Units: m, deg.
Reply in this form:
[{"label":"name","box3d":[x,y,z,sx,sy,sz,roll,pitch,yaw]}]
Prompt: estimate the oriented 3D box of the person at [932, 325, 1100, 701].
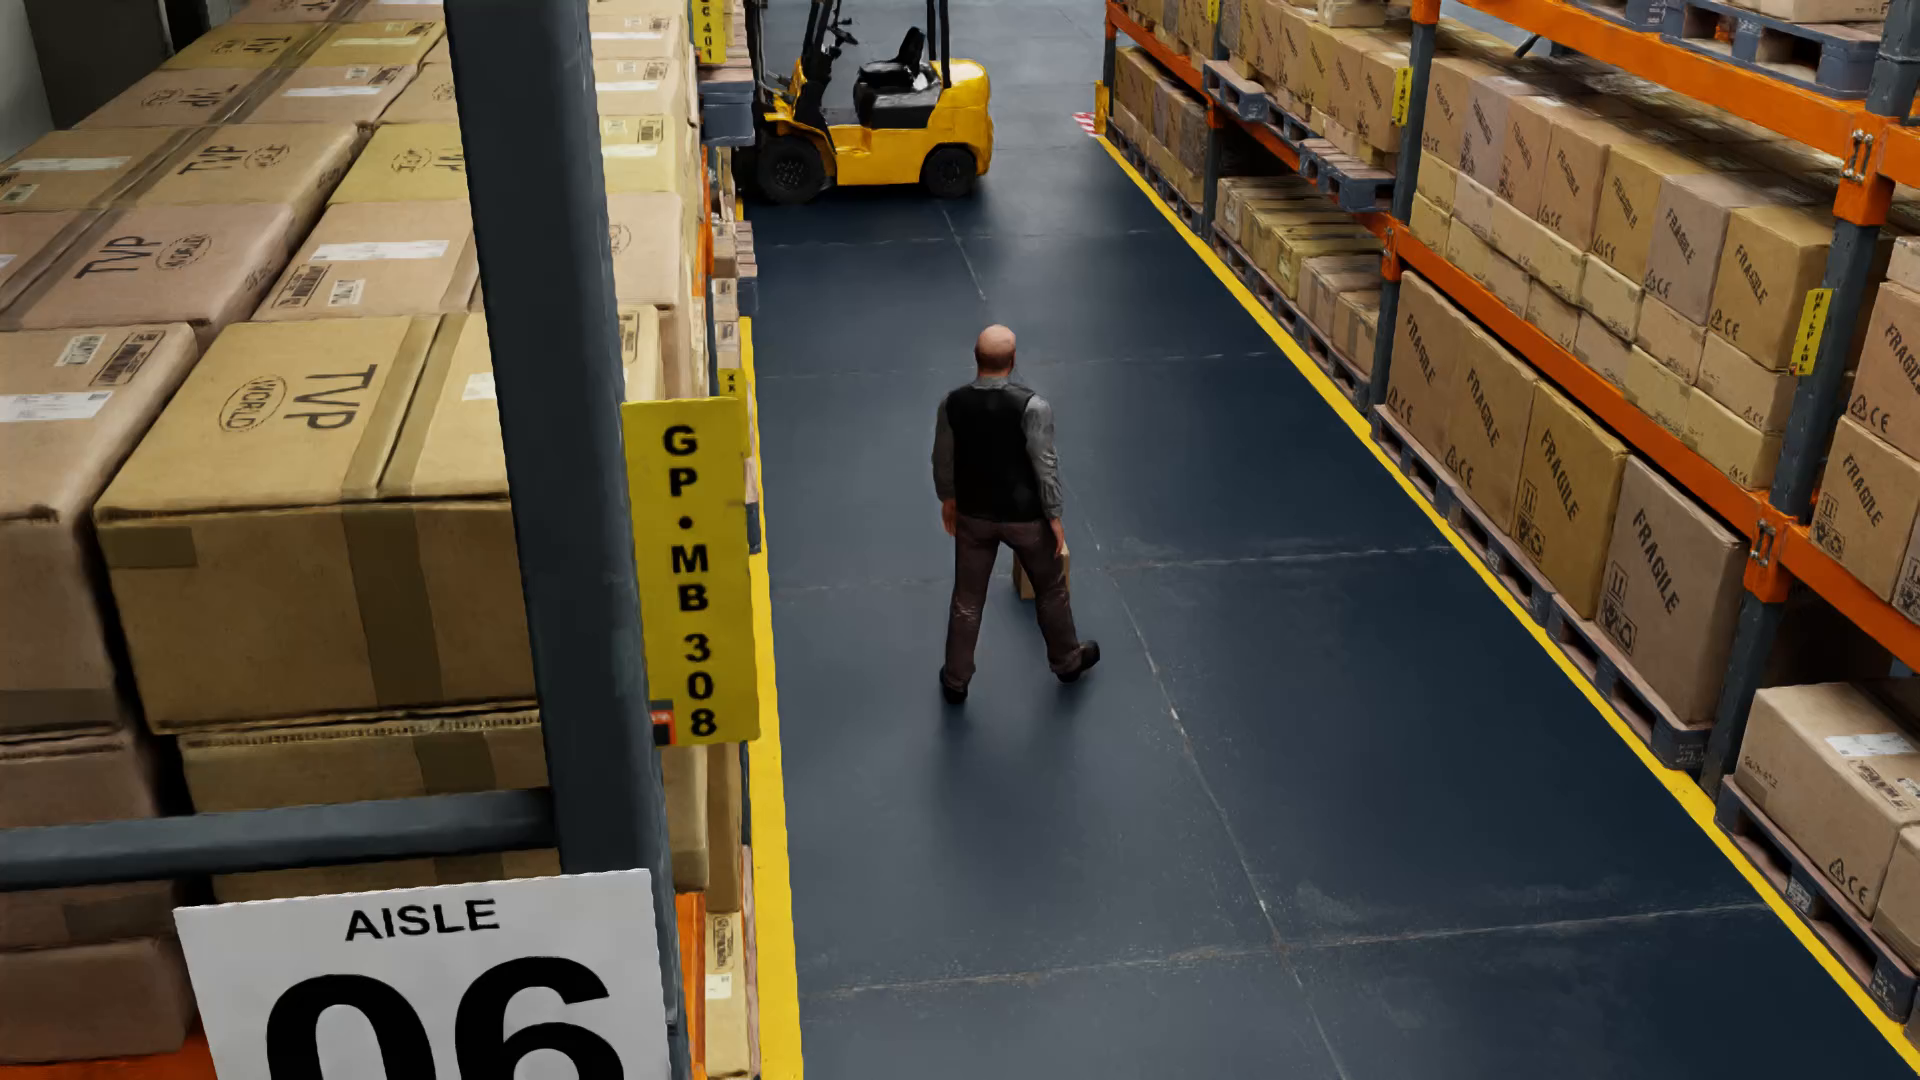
[{"label":"person","box3d":[0.238,-0.123,7.350,0.714,1.706,0.626,10,29,19]}]
